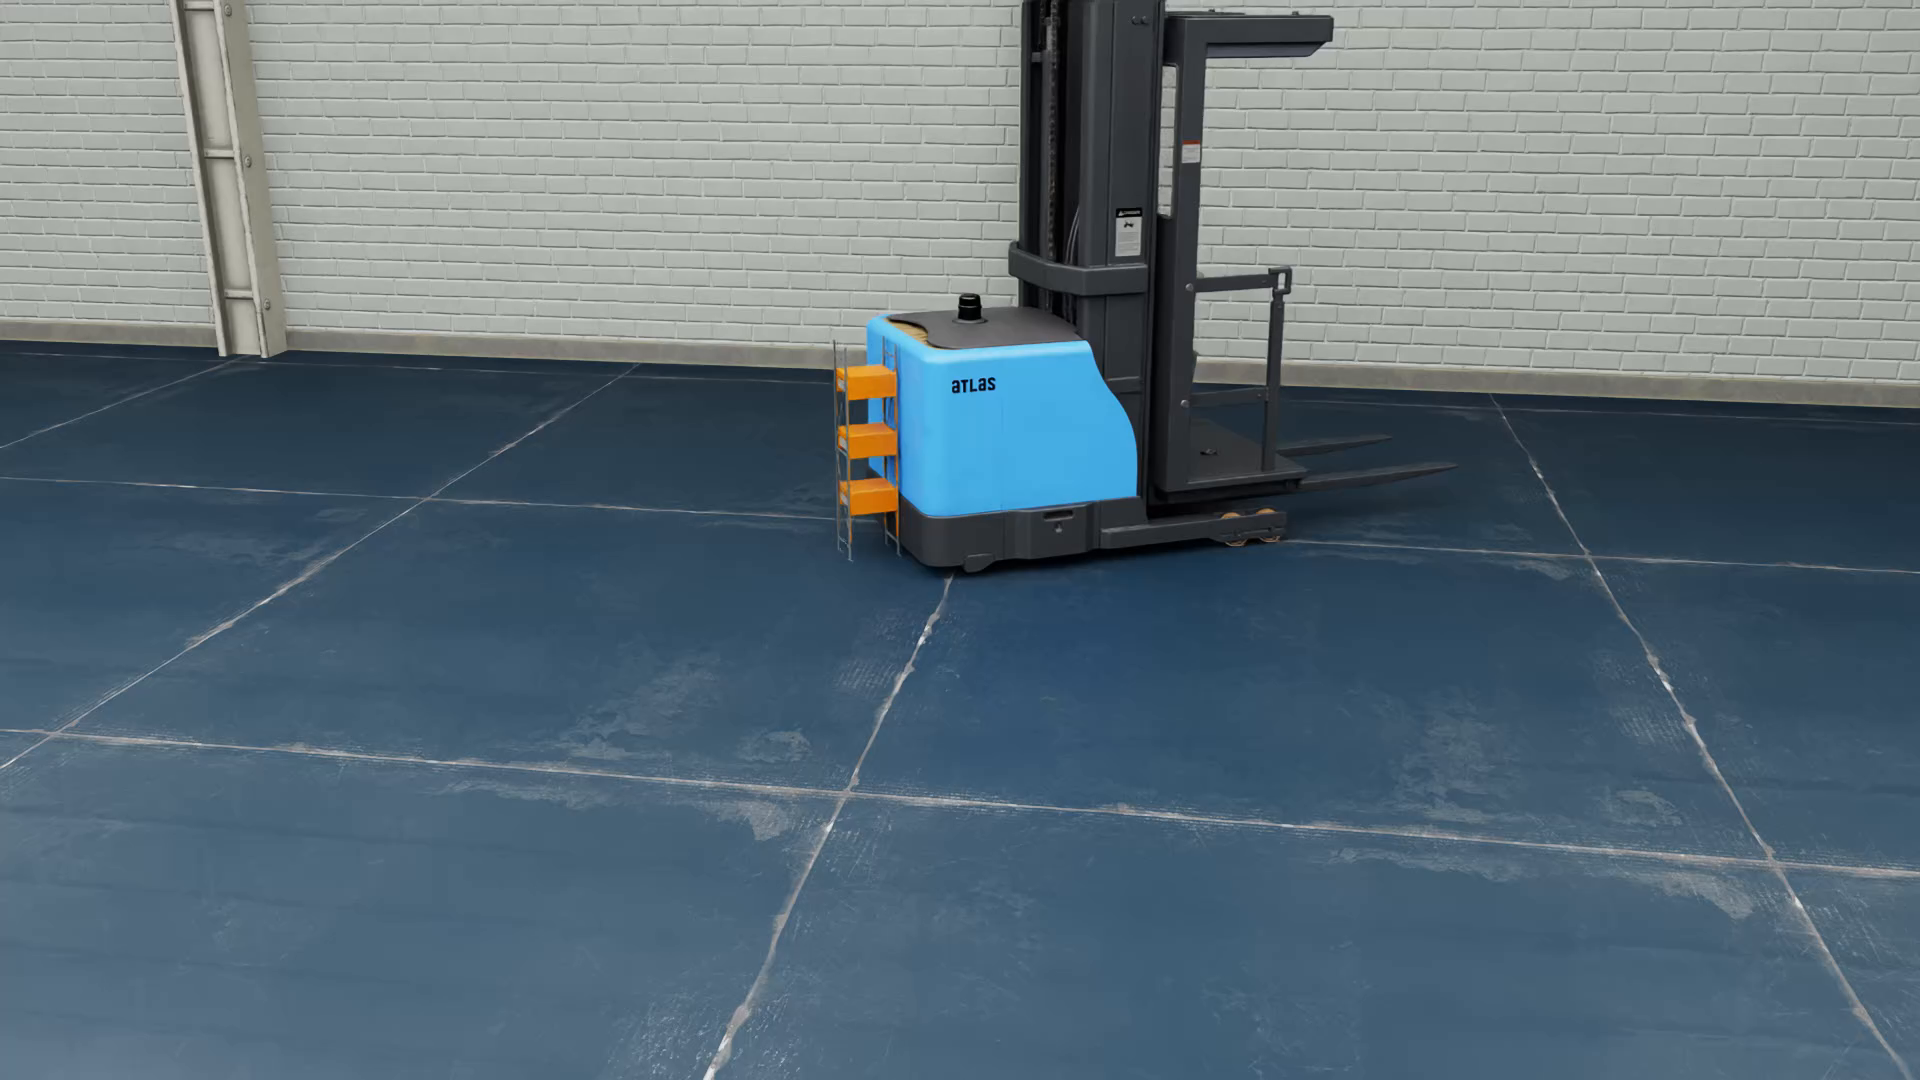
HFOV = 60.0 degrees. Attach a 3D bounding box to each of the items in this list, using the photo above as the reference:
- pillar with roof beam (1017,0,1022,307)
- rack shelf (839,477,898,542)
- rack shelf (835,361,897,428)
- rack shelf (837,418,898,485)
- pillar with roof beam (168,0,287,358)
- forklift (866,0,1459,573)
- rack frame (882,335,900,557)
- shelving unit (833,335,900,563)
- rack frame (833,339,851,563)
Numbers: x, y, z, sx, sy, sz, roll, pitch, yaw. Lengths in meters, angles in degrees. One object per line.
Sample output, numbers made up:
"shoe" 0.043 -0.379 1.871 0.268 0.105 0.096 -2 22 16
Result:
"pillar with roof beam" -0.071 -4.029 6.164 0.400 9.000 9.100 3 19 9
"rack shelf" -0.445 -0.157 8.027 0.240 0.259 0.215 -7 20 -19
"rack shelf" -0.445 -0.690 7.849 0.240 0.259 0.215 -7 20 -19
"rack shelf" -0.445 -0.421 7.939 0.240 0.259 0.215 -7 20 -19
"pillar with roof beam" -5.996 -4.331 7.066 0.400 9.000 9.100 3 19 9
"forklift" 1.096 -1.506 8.185 3.031 2.935 1.130 -7 20 -19
"rack frame" -0.331 -0.444 7.976 0.008 1.050 0.200 -7 20 -19
"shelving unit" -0.445 -0.431 7.935 0.252 1.050 0.215 -7 20 -19
"rack frame" -0.559 -0.417 7.895 0.008 1.050 0.200 -7 20 -19
